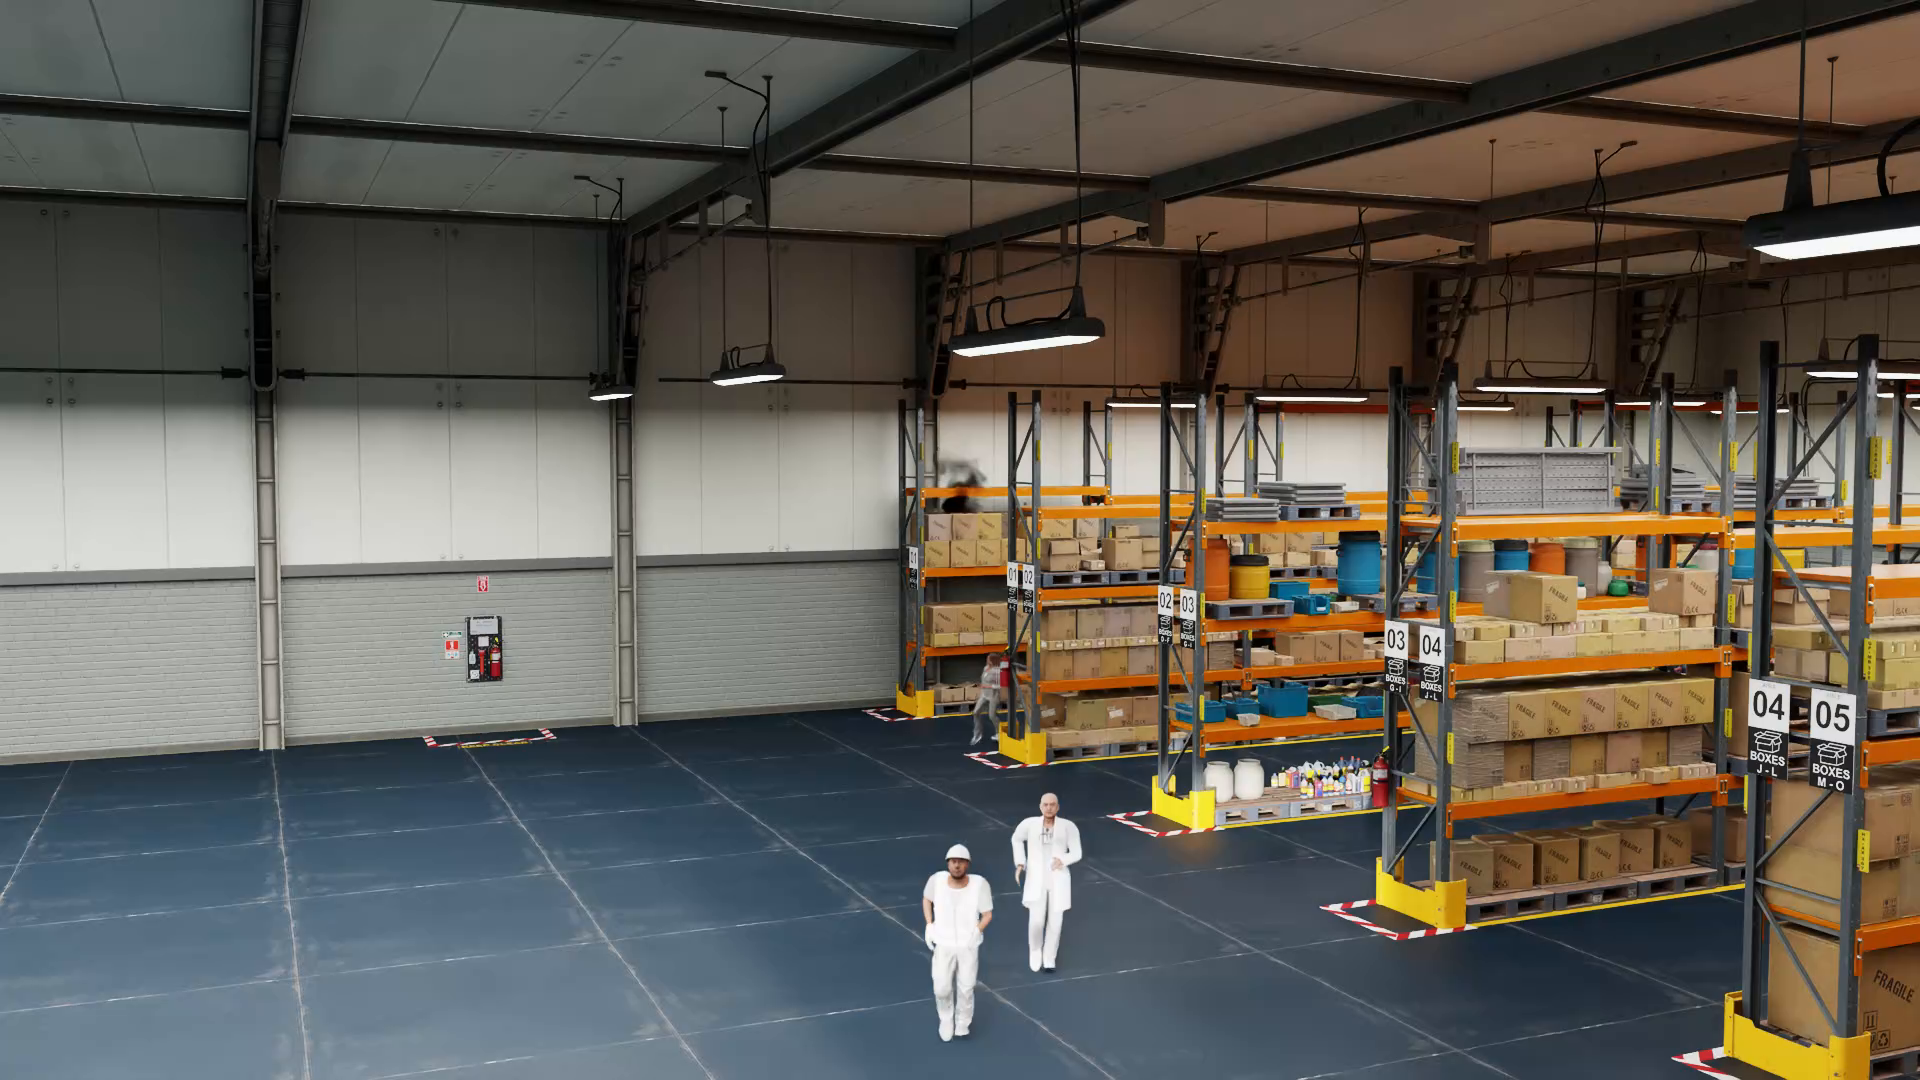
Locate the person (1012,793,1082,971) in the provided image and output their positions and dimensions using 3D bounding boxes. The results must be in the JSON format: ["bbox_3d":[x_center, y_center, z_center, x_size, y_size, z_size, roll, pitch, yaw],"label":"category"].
[{"bbox_3d":[0.842,3.329,16.124,0.682,1.744,0.707,0,3,2],"label":"person"}]

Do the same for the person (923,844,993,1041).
[{"bbox_3d":[-0.022,3.453,14.236,0.609,1.722,0.738,0,3,2],"label":"person"}]

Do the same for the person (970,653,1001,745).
[{"bbox_3d":[0.547,2.716,28.474,0.701,1.602,0.519,-3,5,-43],"label":"person"}]
